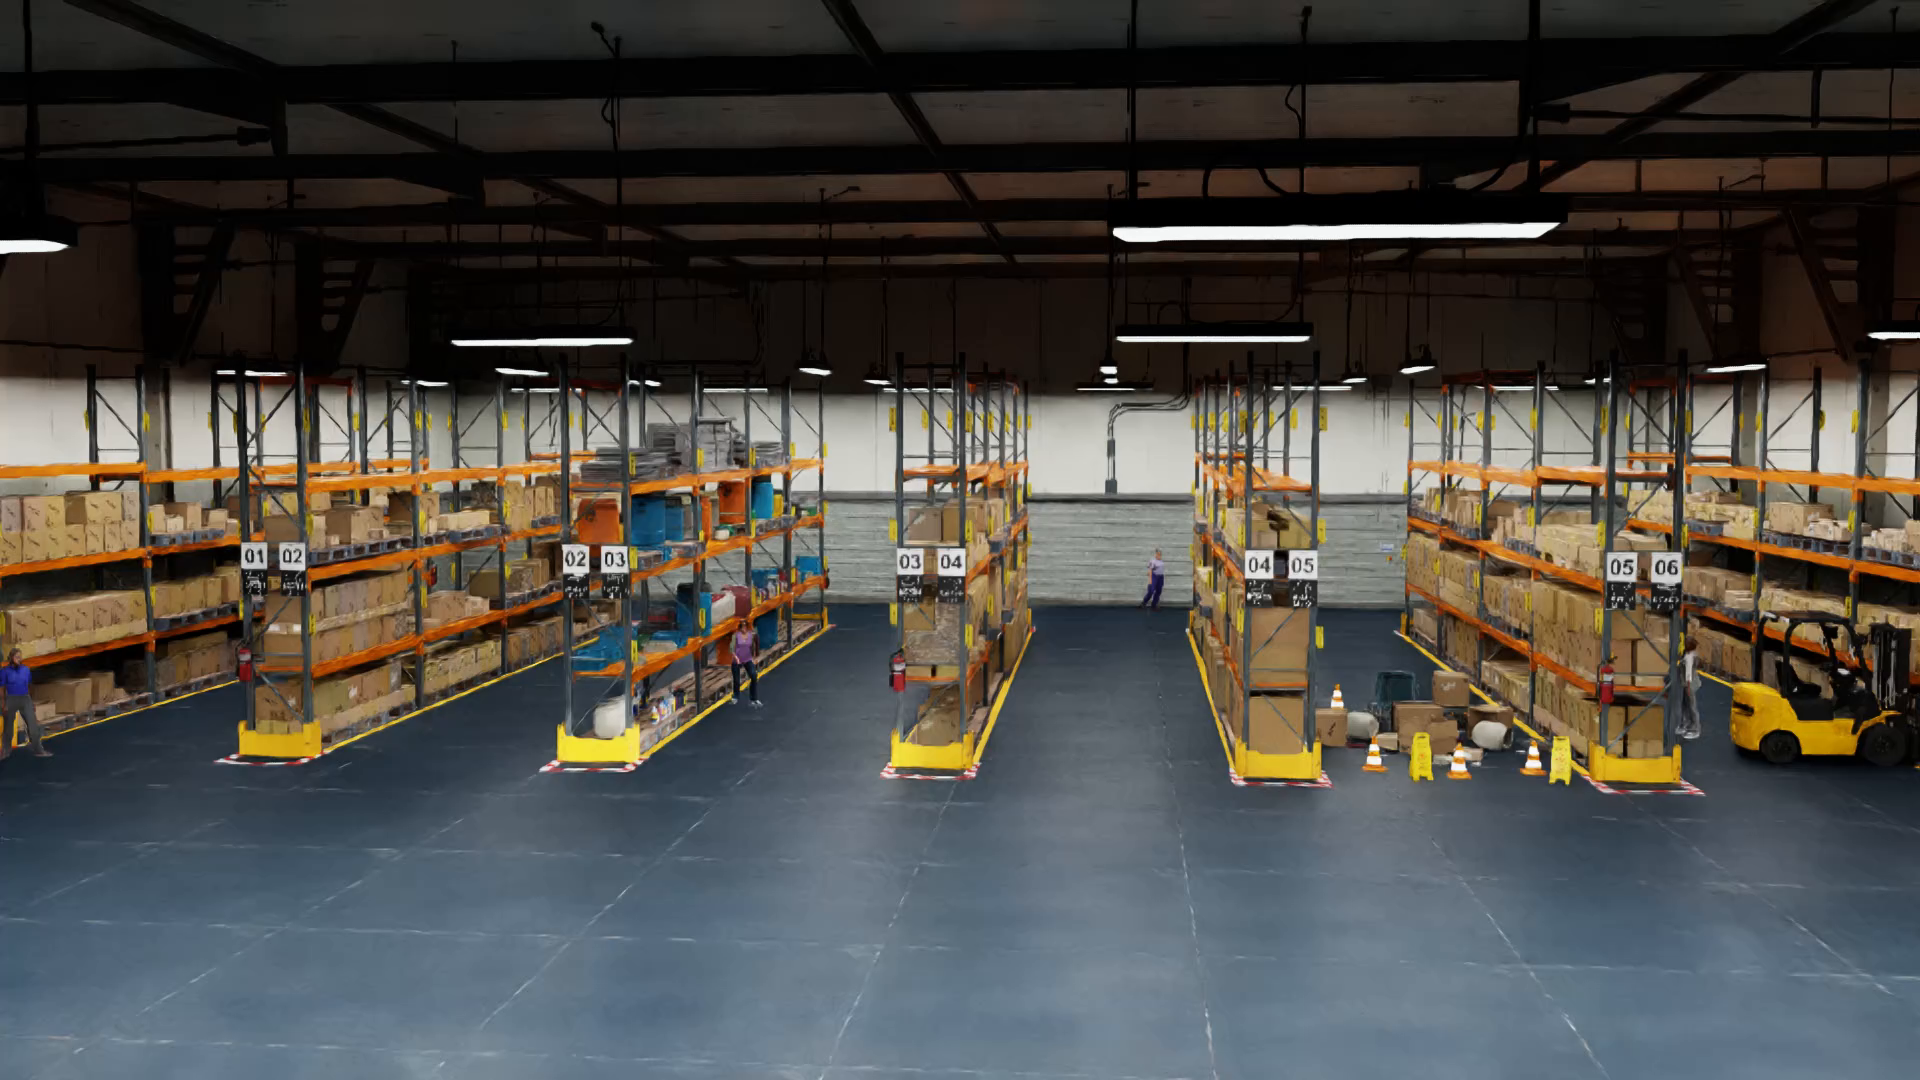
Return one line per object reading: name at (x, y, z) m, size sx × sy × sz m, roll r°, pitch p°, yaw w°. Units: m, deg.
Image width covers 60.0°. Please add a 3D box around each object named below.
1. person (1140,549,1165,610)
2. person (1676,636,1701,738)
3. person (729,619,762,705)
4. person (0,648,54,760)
person at (5.114, 1.044, 44.169) m, size 0.654 × 1.640 × 0.505 m, roll -3°, pitch 5°, yaw -36°
person at (11.541, 2.321, 26.411) m, size 0.502 × 1.598 × 0.511 m, roll 3°, pitch 5°, yaw 32°
person at (-3.819, 2.140, 29.323) m, size 0.548 × 1.546 × 0.688 m, roll -1°, pitch 4°, yaw -18°
person at (-13.927, 2.417, 24.652) m, size 0.559 × 1.647 × 0.697 m, roll 4°, pitch 6°, yaw 43°
